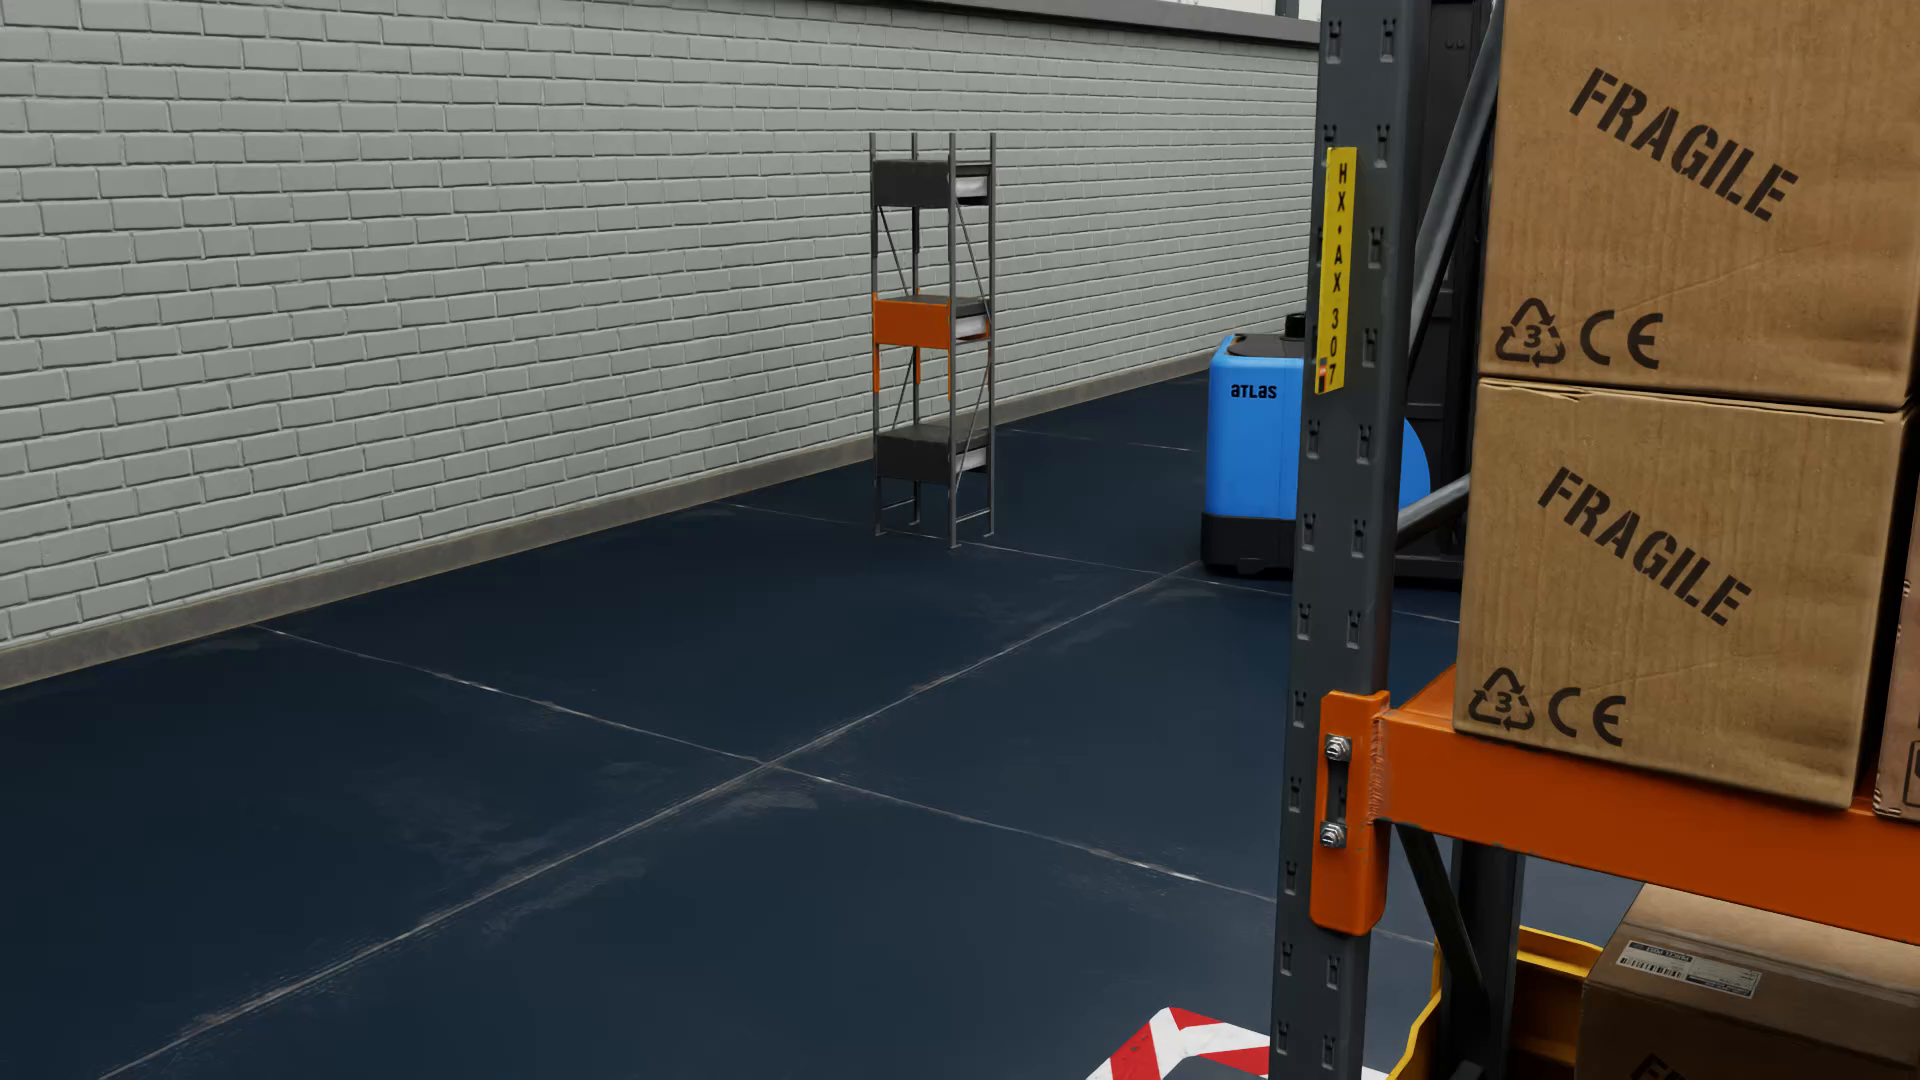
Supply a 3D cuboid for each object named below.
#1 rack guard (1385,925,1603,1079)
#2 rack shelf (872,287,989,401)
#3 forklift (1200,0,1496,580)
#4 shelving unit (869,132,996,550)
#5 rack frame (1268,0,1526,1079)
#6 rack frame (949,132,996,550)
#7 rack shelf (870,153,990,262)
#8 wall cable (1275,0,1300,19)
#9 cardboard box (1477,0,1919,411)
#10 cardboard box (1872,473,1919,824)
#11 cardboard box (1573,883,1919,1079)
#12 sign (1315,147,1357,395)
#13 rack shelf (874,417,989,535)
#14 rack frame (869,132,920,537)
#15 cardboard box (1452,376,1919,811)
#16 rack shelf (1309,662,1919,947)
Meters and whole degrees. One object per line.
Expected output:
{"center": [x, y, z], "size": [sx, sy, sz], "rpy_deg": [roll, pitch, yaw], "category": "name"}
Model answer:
{"center": [0.875, 1.172, 3.050], "size": [0.348, 0.500, 1.175], "rpy_deg": [9, 17, 33], "category": "rack guard"}
{"center": [-0.137, -1.028, 8.664], "size": [0.480, 0.518, 0.431], "rpy_deg": [9, 17, 33], "category": "rack shelf"}
{"center": [2.749, -1.281, 7.900], "size": [3.031, 2.935, 1.130], "rpy_deg": [3, 14, 12], "category": "forklift"}
{"center": [-0.137, -1.041, 8.661], "size": [0.503, 2.100, 0.431], "rpy_deg": [9, 17, 33], "category": "shelving unit"}
{"center": [0.811, -0.051, 2.788], "size": [0.053, 2.616, 0.949], "rpy_deg": [9, 17, 33], "category": "rack frame"}
{"center": [0.065, -1.009, 8.528], "size": [0.015, 2.100, 0.400], "rpy_deg": [9, 17, 33], "category": "rack frame"}
{"center": [-0.137, -1.708, 8.496], "size": [0.480, 0.518, 0.431], "rpy_deg": [9, 17, 33], "category": "rack shelf"}
{"center": [3.576, -7.946, 15.500], "size": [0.120, 5.999, 2.277], "rpy_deg": [9, 17, 33], "category": "wall cable"}
{"center": [1.033, -0.474, 2.206], "size": [0.500, 0.500, 0.500], "rpy_deg": [10, 17, 34], "category": "cardboard box"}
{"center": [1.465, 0.080, 2.051], "size": [0.500, 0.500, 0.500], "rpy_deg": [9, 17, 32], "category": "cardboard box"}
{"center": [1.401, 0.972, 2.942], "size": [0.500, 0.500, 0.500], "rpy_deg": [9, 17, 33], "category": "cardboard box"}
{"center": [0.510, -0.364, 2.250], "size": [0.005, 0.325, 0.100], "rpy_deg": [9, 17, 33], "category": "sign"}
{"center": [-0.137, -0.349, 8.832], "size": [0.480, 0.518, 0.431], "rpy_deg": [9, 17, 33], "category": "rack shelf"}
{"center": [-0.340, -1.074, 8.793], "size": [0.015, 2.100, 0.400], "rpy_deg": [9, 17, 33], "category": "rack frame"}
{"center": [1.033, 0.012, 2.326], "size": [0.500, 0.500, 0.500], "rpy_deg": [10, 17, 34], "category": "cardboard box"}
{"center": [2.472, 0.565, 1.794], "size": [4.000, 0.370, 1.077], "rpy_deg": [9, 17, 33], "category": "rack shelf"}
